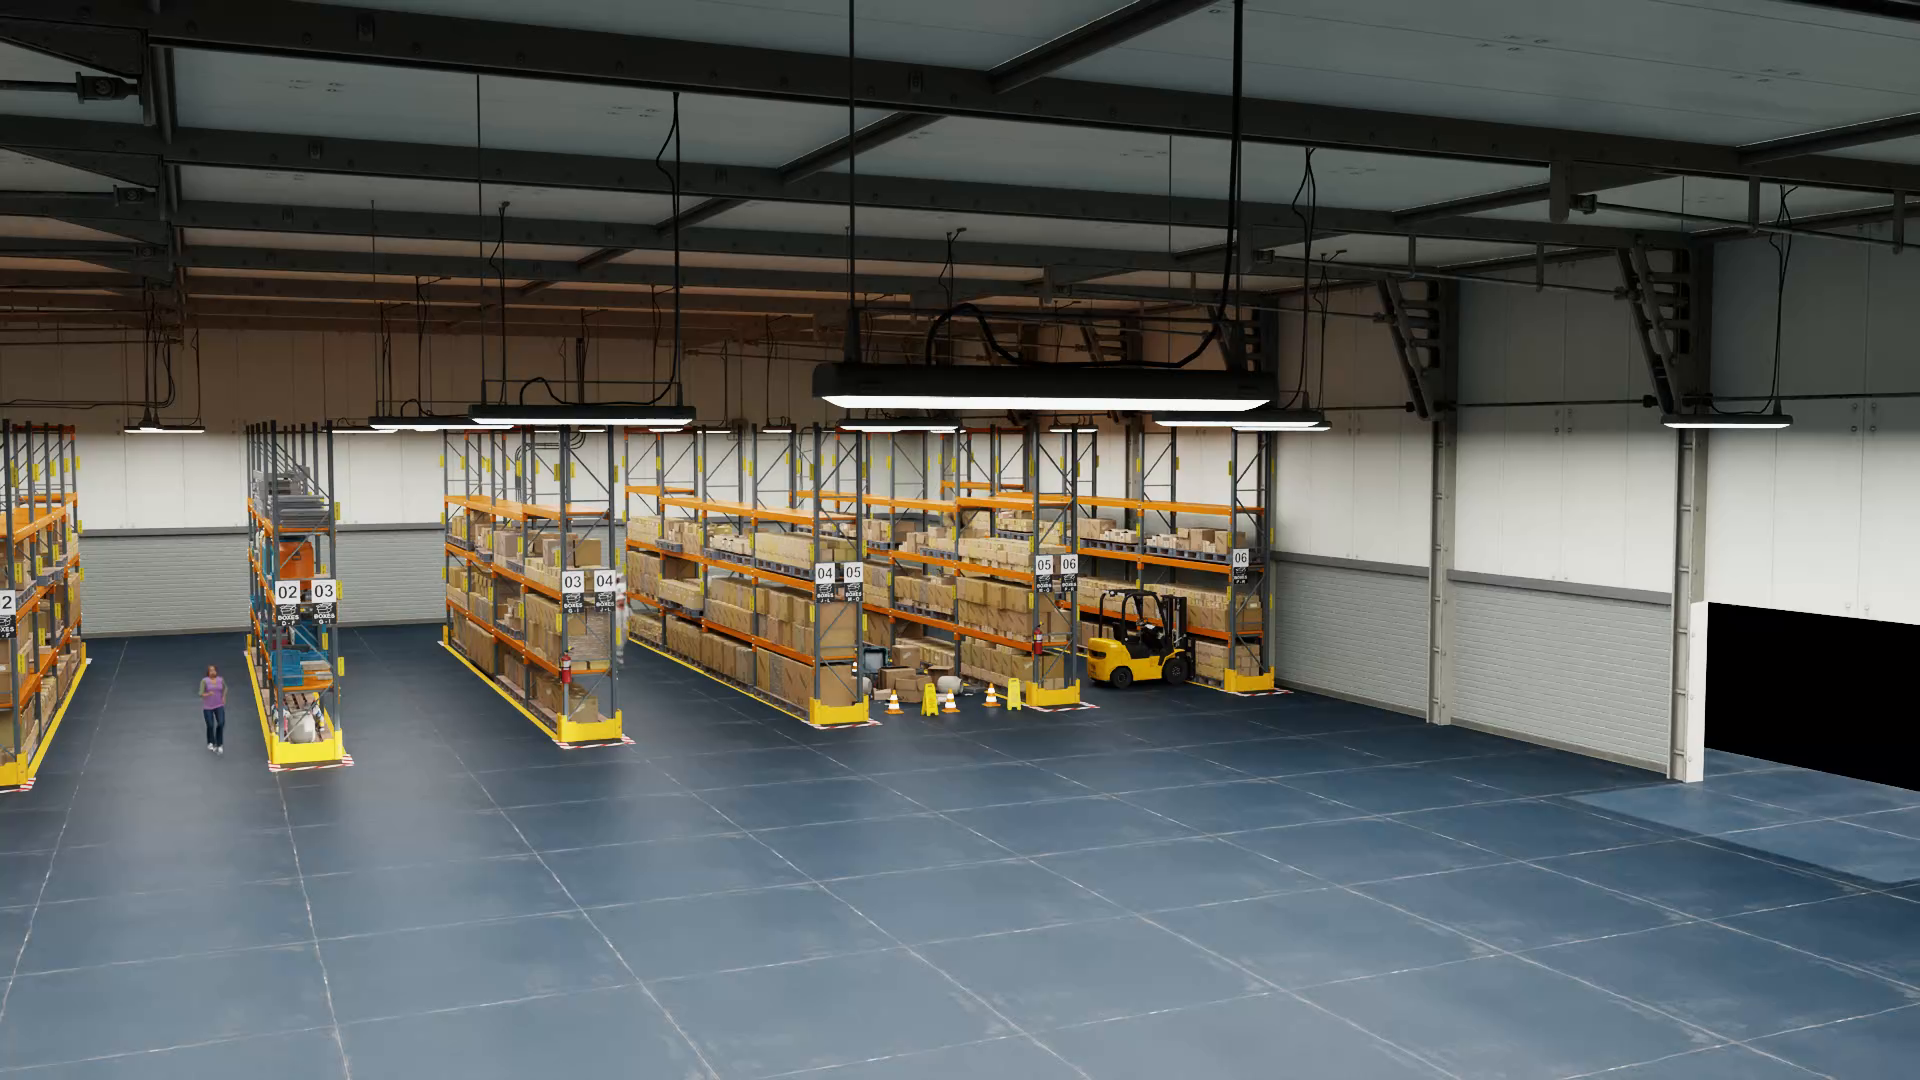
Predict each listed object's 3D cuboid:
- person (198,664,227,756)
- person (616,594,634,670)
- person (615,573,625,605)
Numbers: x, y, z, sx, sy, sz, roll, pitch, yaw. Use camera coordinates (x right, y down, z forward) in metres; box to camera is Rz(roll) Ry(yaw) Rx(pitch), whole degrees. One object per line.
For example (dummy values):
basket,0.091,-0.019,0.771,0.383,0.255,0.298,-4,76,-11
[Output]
person,-13.420,3.053,29.913,0.514,1.639,0.666,-2,4,-32
person,-8.381,2.260,41.025,0.643,1.844,0.876,-3,4,-36
person,-10.073,1.840,48.509,0.743,1.743,0.763,-3,5,-44
